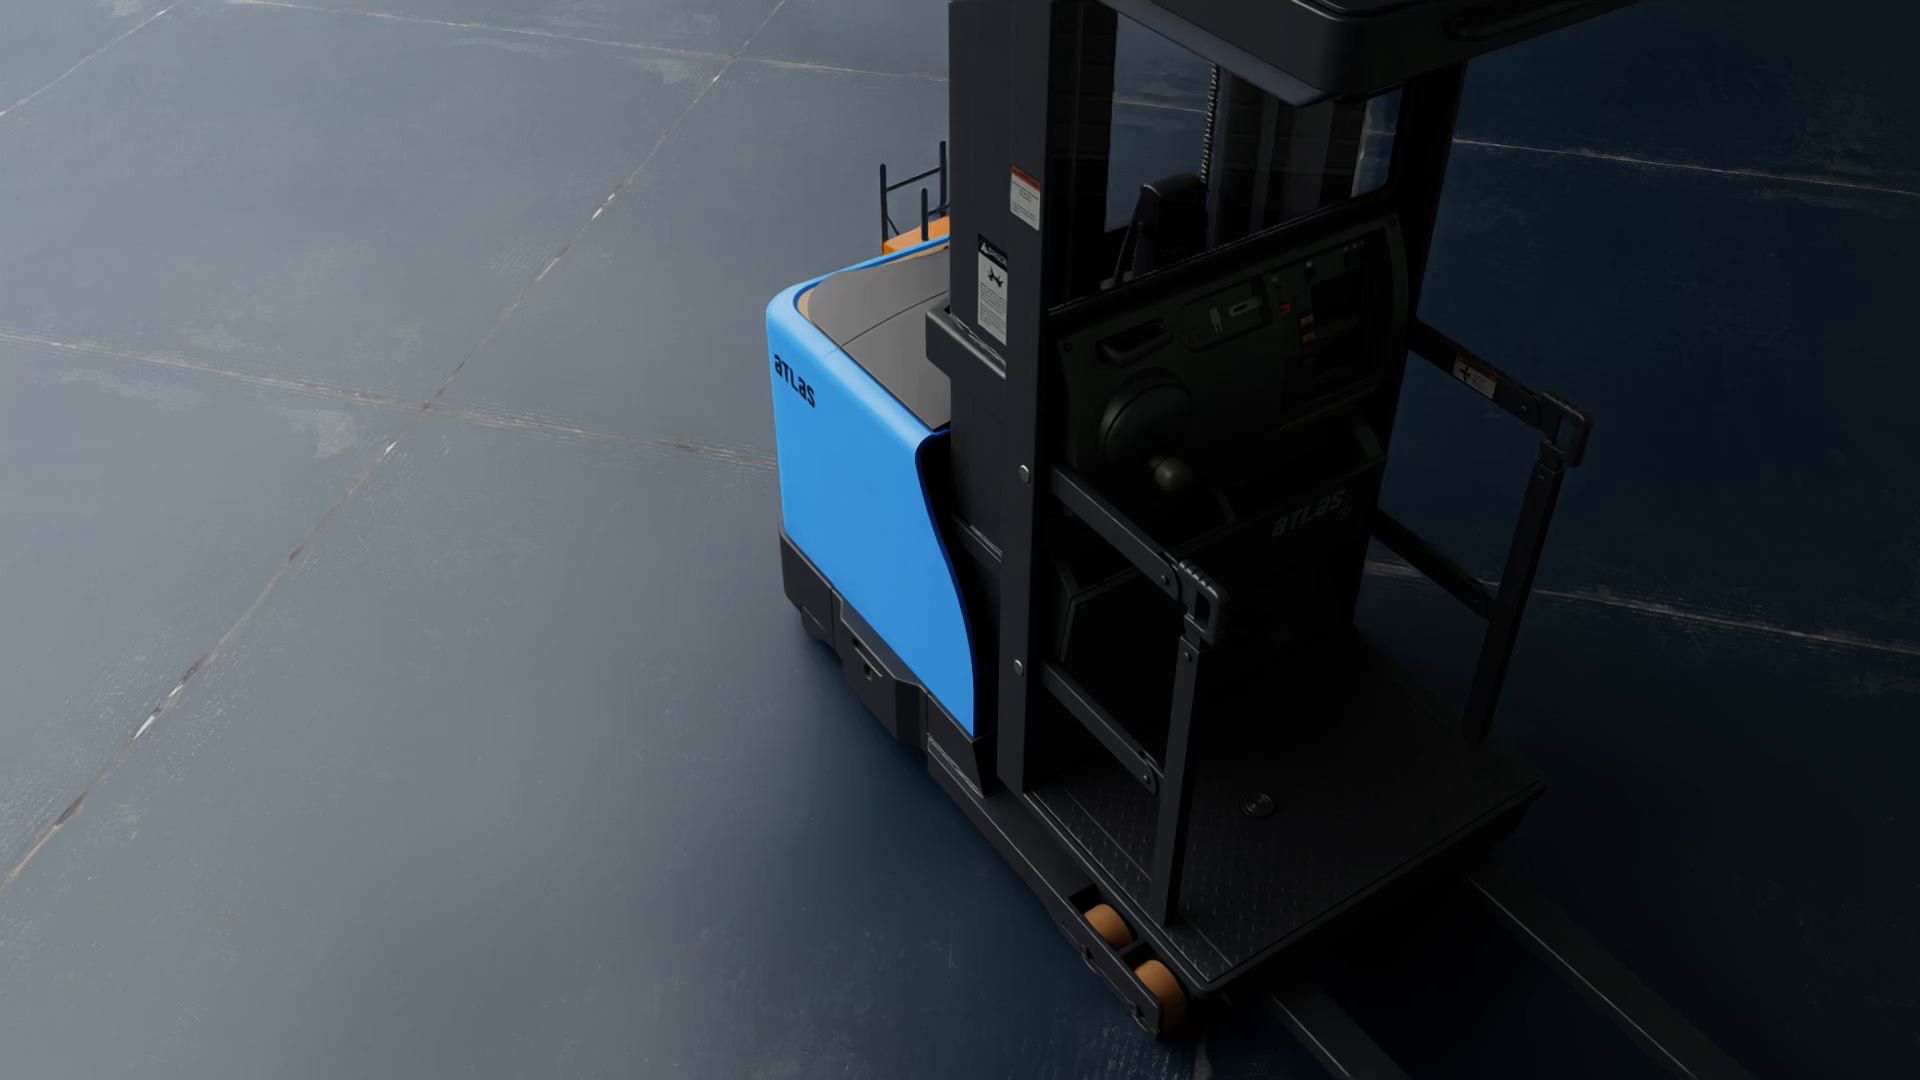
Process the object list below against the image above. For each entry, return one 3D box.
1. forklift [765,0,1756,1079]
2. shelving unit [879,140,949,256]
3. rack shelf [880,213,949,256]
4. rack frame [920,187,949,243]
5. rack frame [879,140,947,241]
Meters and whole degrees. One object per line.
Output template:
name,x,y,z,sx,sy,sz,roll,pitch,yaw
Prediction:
forklift,0.711,-0.329,3.363,1.130,2.935,3.031,-23,45,-25
shelving unit,-0.073,-0.587,5.016,0.258,1.200,0.189,-28,48,-30
rack shelf,-0.073,-0.828,4.813,0.258,0.103,0.180,-28,48,-30
rack frame,-0.014,-0.542,4.962,0.240,1.200,0.006,-28,48,-30
rack frame,-0.132,-0.632,5.069,0.240,1.200,0.006,-28,48,-30
